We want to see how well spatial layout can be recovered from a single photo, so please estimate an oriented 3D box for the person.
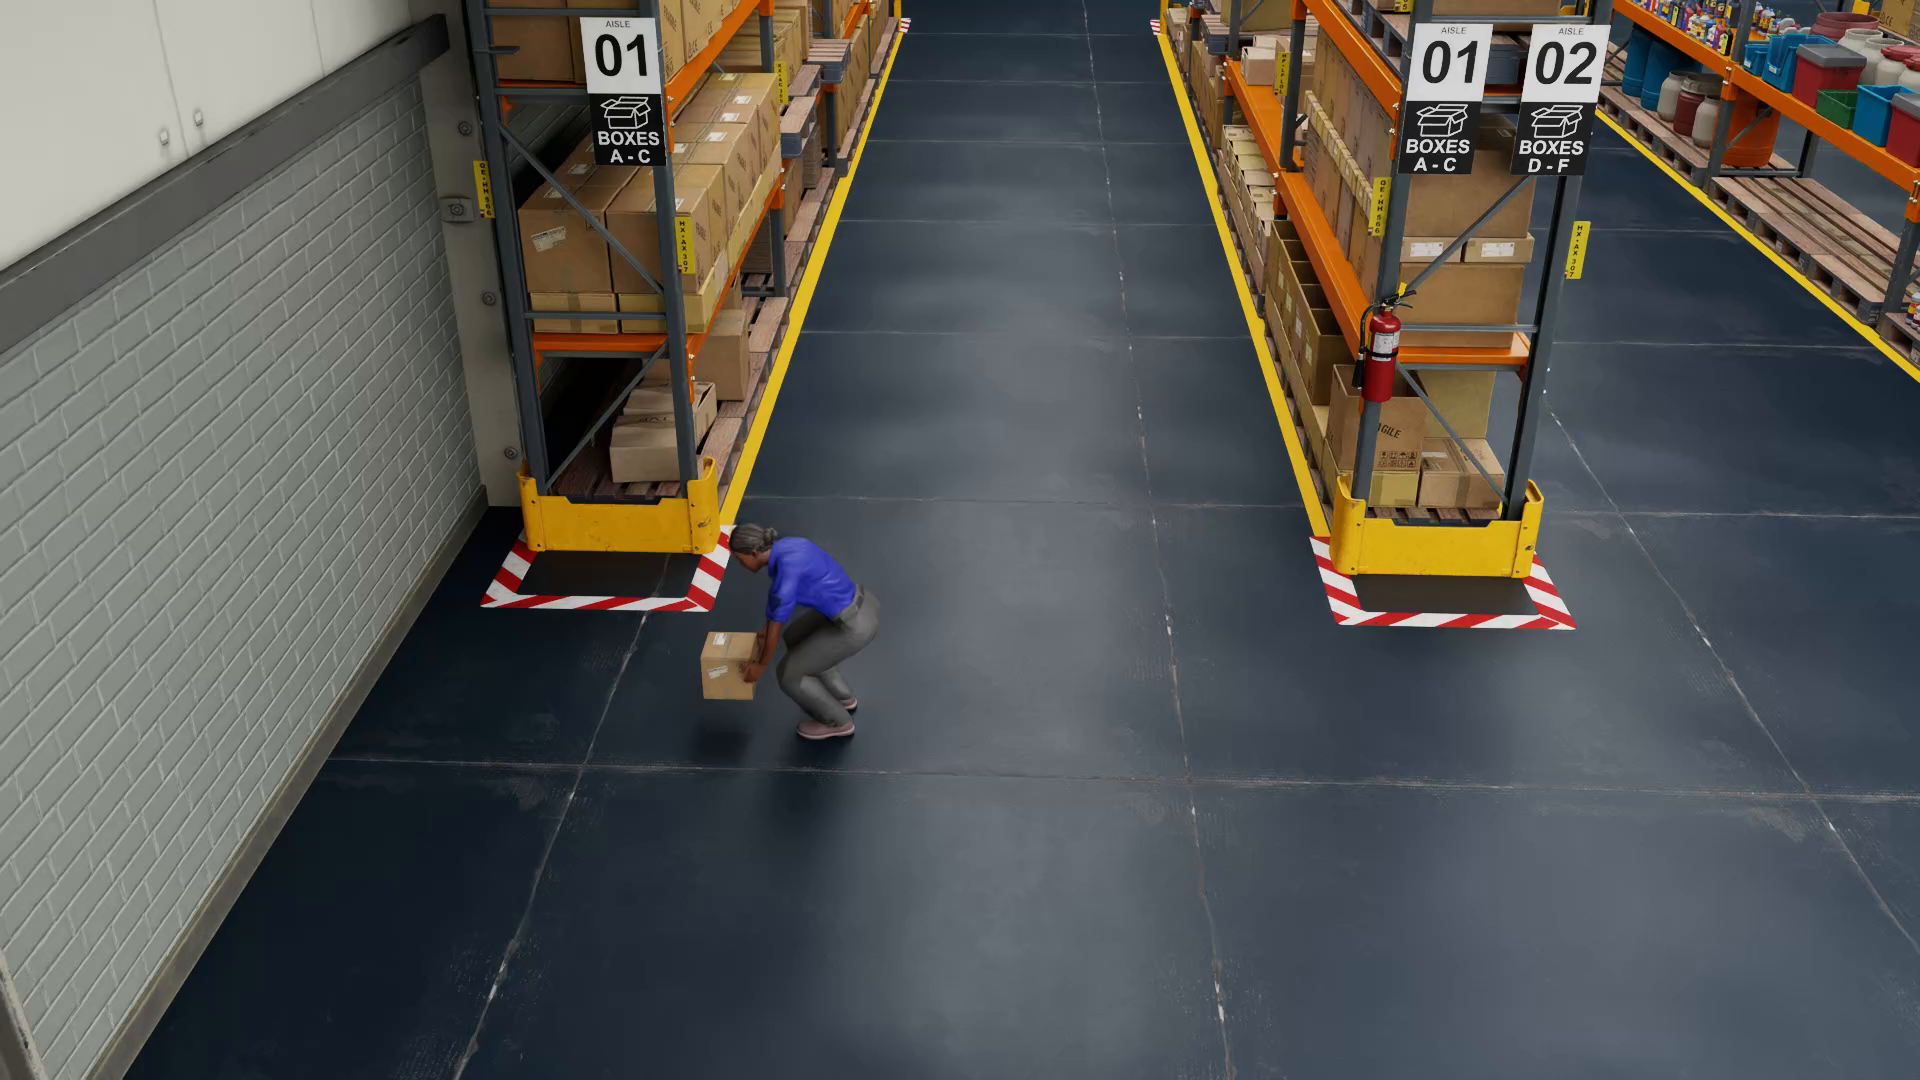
[{"bbox_3d":[-0.763,0.413,8.321,0.726,1.112,0.501,1,28,2],"label":"person"}]
